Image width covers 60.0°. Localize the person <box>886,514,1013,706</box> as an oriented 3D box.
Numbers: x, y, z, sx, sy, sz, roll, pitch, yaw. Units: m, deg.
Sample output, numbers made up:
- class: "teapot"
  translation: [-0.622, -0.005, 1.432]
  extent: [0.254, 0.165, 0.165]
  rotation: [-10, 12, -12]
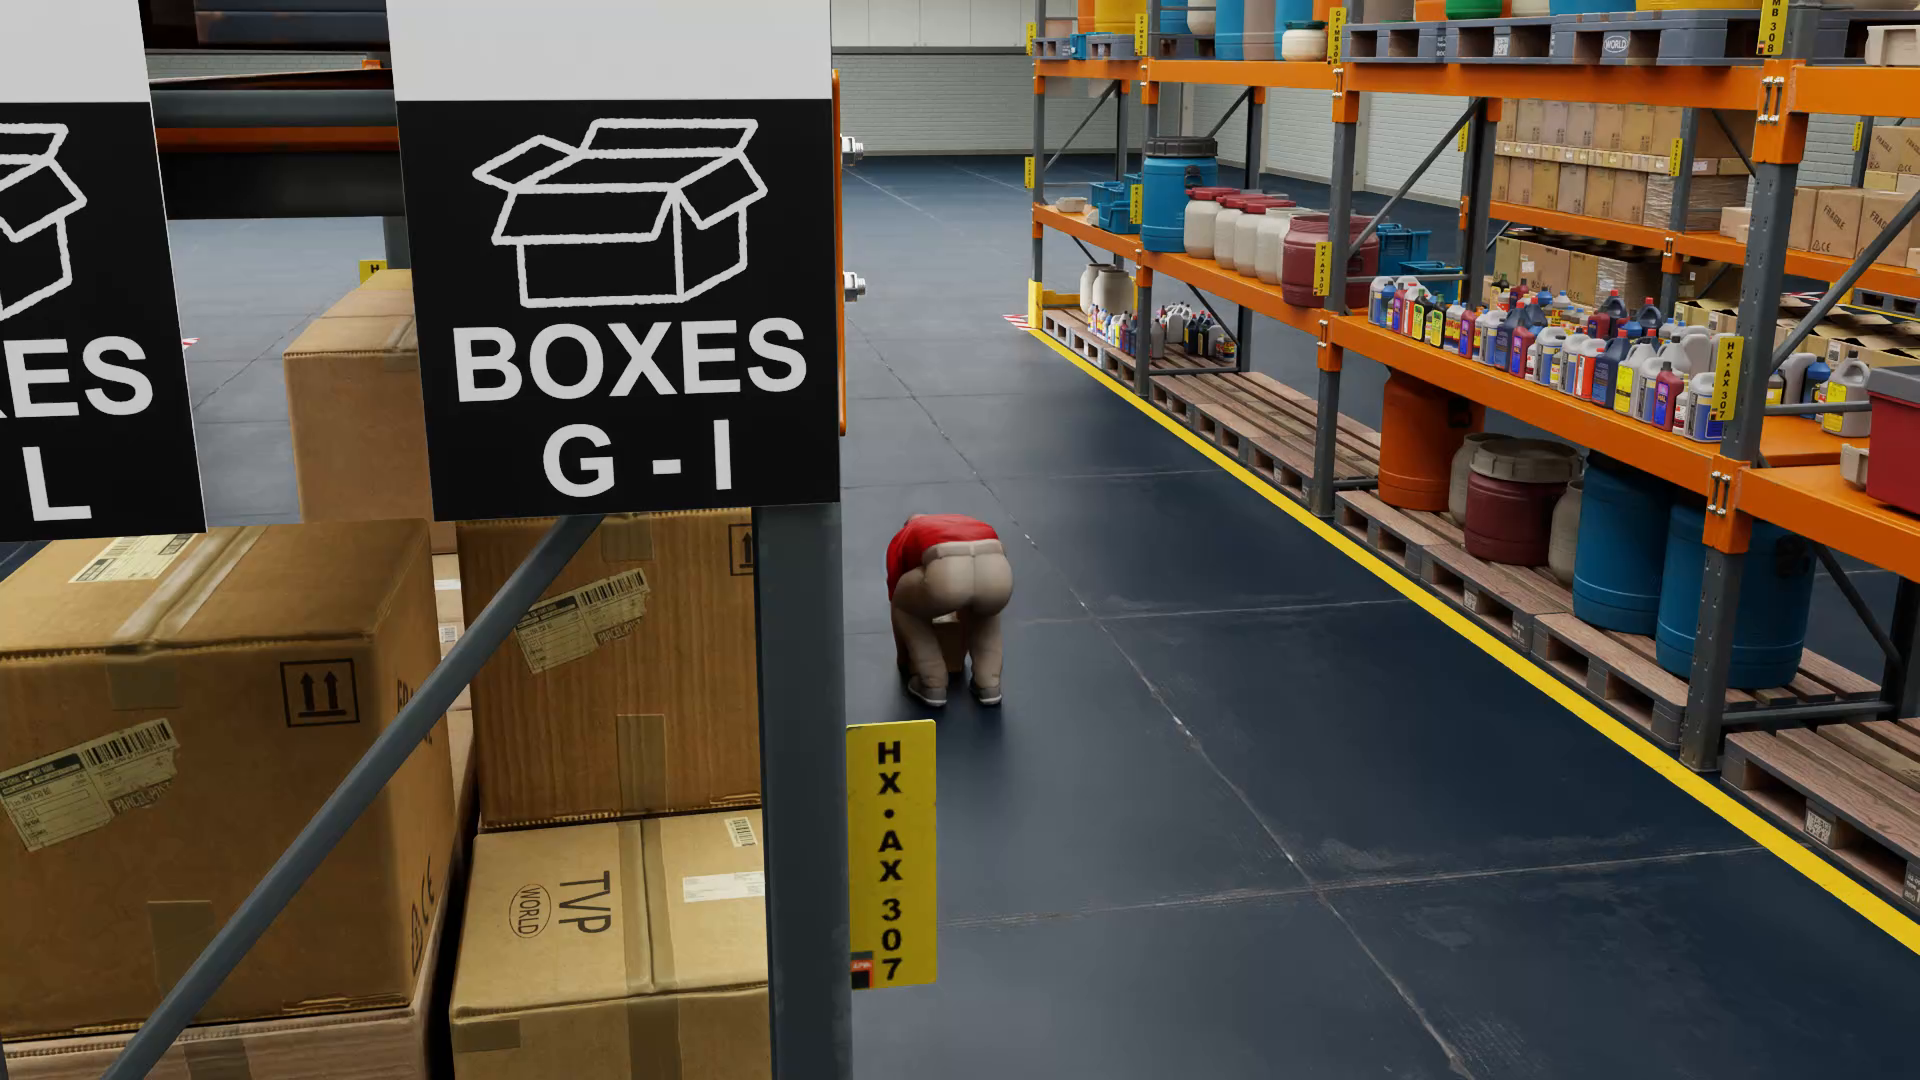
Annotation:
- class: "person"
  translation: [-0.060, 0.288, 7.690]
  extent: [0.528, 0.859, 0.956]
  rotation: [-4, 17, -14]
